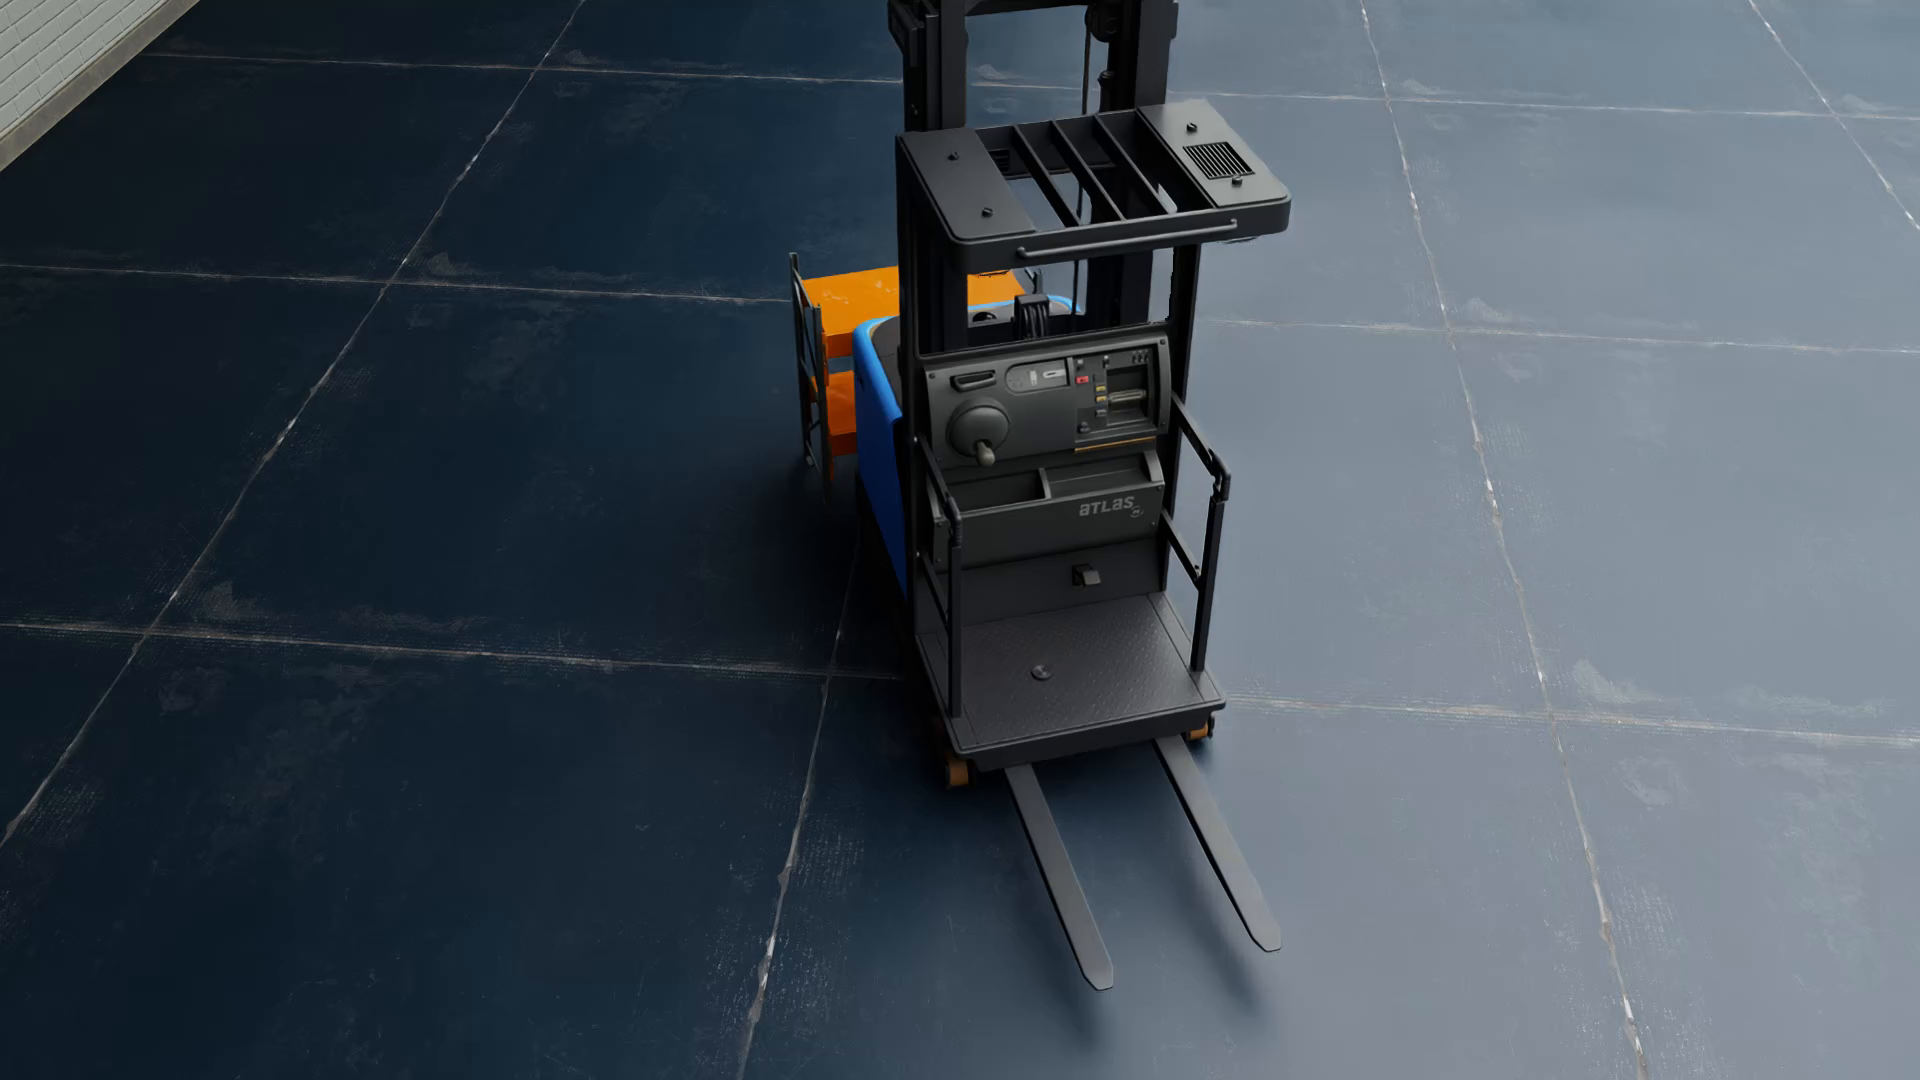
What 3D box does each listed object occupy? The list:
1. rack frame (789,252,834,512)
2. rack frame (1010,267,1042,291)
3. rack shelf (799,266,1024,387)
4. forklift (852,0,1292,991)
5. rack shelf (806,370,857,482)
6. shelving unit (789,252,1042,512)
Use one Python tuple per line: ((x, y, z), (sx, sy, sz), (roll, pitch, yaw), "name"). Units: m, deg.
((-0.690, -0.721, 7.745), (0.032, 1.125, 0.500), (-11, 40, -13), "rack frame")
((0.282, -0.910, 7.977), (0.032, 1.125, 0.500), (-11, 40, -13), "rack frame")
((-0.204, -1.043, 7.676), (1.000, 0.278, 0.538), (-11, 40, -13), "rack shelf")
((0.389, -0.437, 5.965), (1.130, 2.935, 3.031), (-10, 40, -12), "forklift")
((-0.204, -0.626, 8.015), (1.000, 0.278, 0.538), (-11, 40, -13), "rack shelf")
((-0.204, -0.816, 7.861), (1.048, 1.125, 0.538), (-11, 40, -13), "shelving unit")
